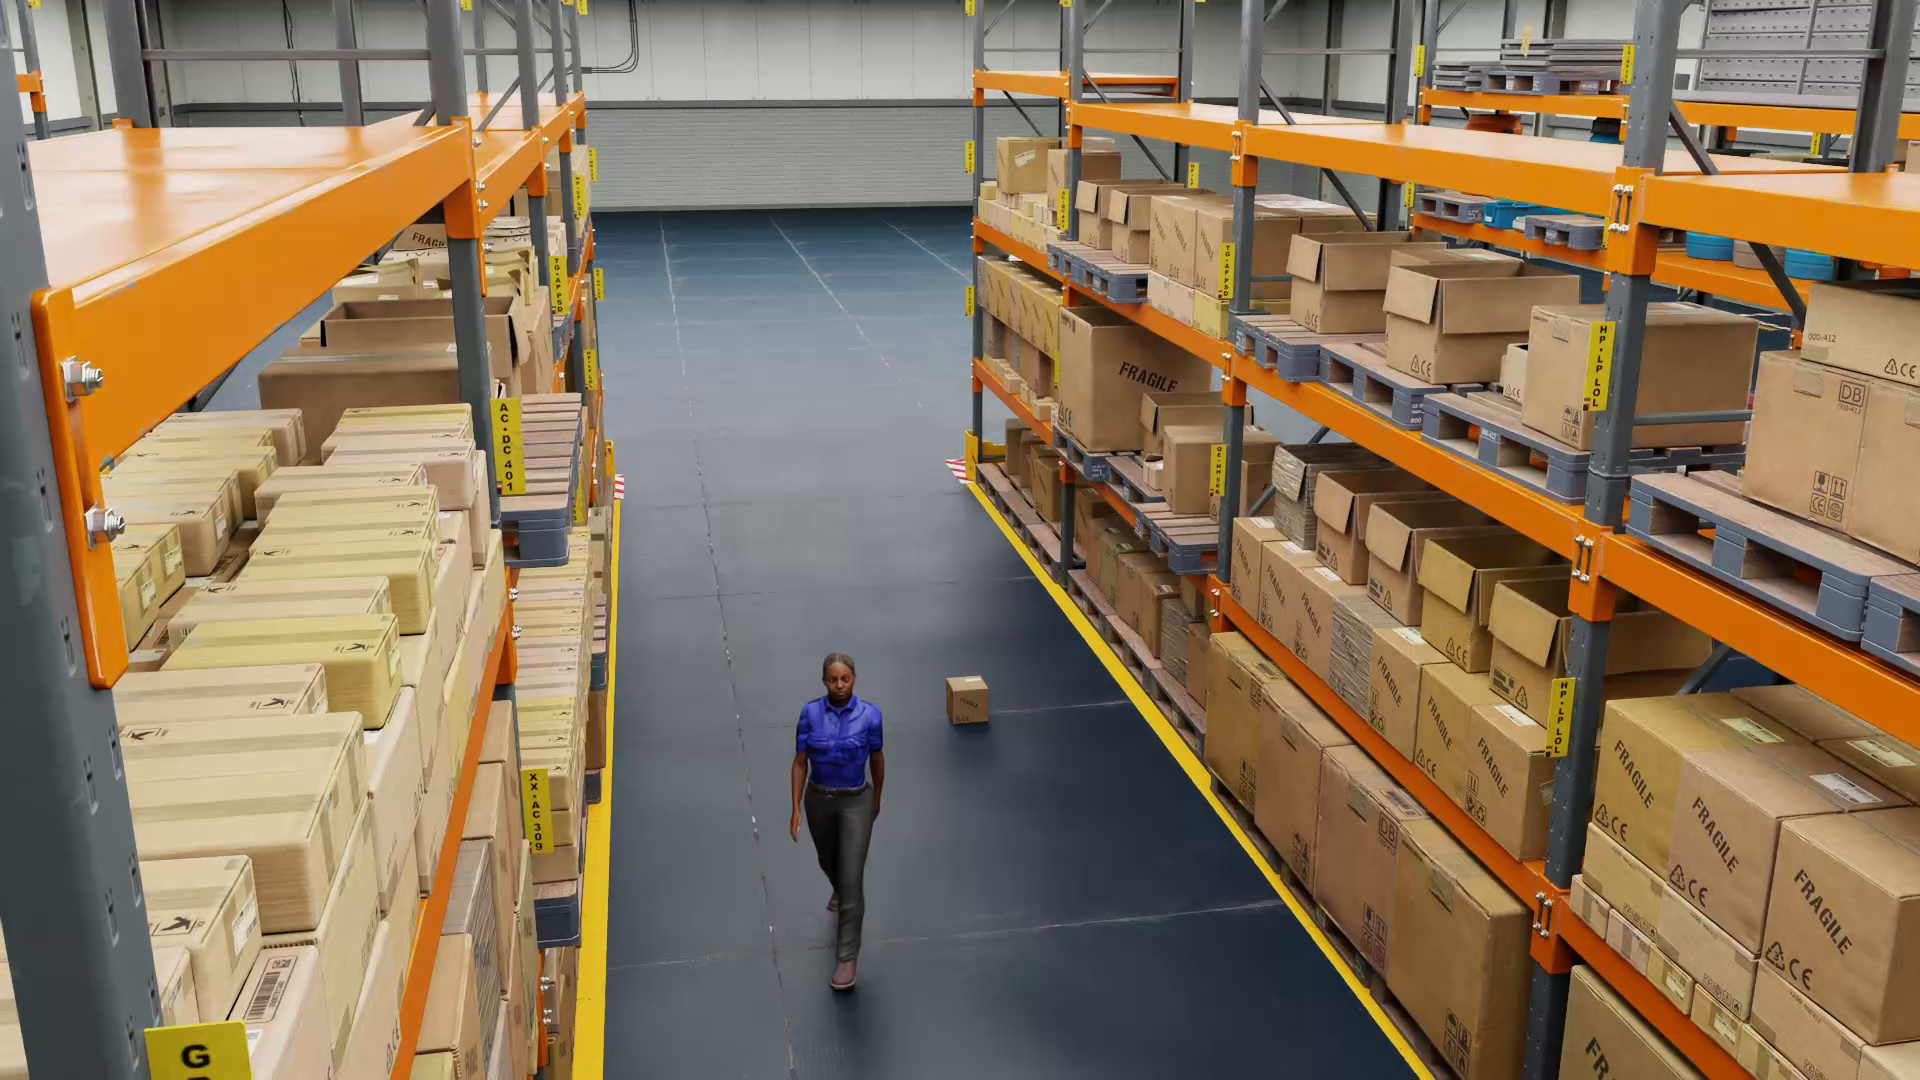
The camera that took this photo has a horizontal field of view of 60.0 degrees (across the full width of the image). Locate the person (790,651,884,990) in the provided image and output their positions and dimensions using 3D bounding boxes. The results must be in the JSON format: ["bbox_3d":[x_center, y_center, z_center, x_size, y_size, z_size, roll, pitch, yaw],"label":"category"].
[{"bbox_3d":[-0.626,1.345,8.487,0.448,1.601,0.983,2,17,8],"label":"person"}]
